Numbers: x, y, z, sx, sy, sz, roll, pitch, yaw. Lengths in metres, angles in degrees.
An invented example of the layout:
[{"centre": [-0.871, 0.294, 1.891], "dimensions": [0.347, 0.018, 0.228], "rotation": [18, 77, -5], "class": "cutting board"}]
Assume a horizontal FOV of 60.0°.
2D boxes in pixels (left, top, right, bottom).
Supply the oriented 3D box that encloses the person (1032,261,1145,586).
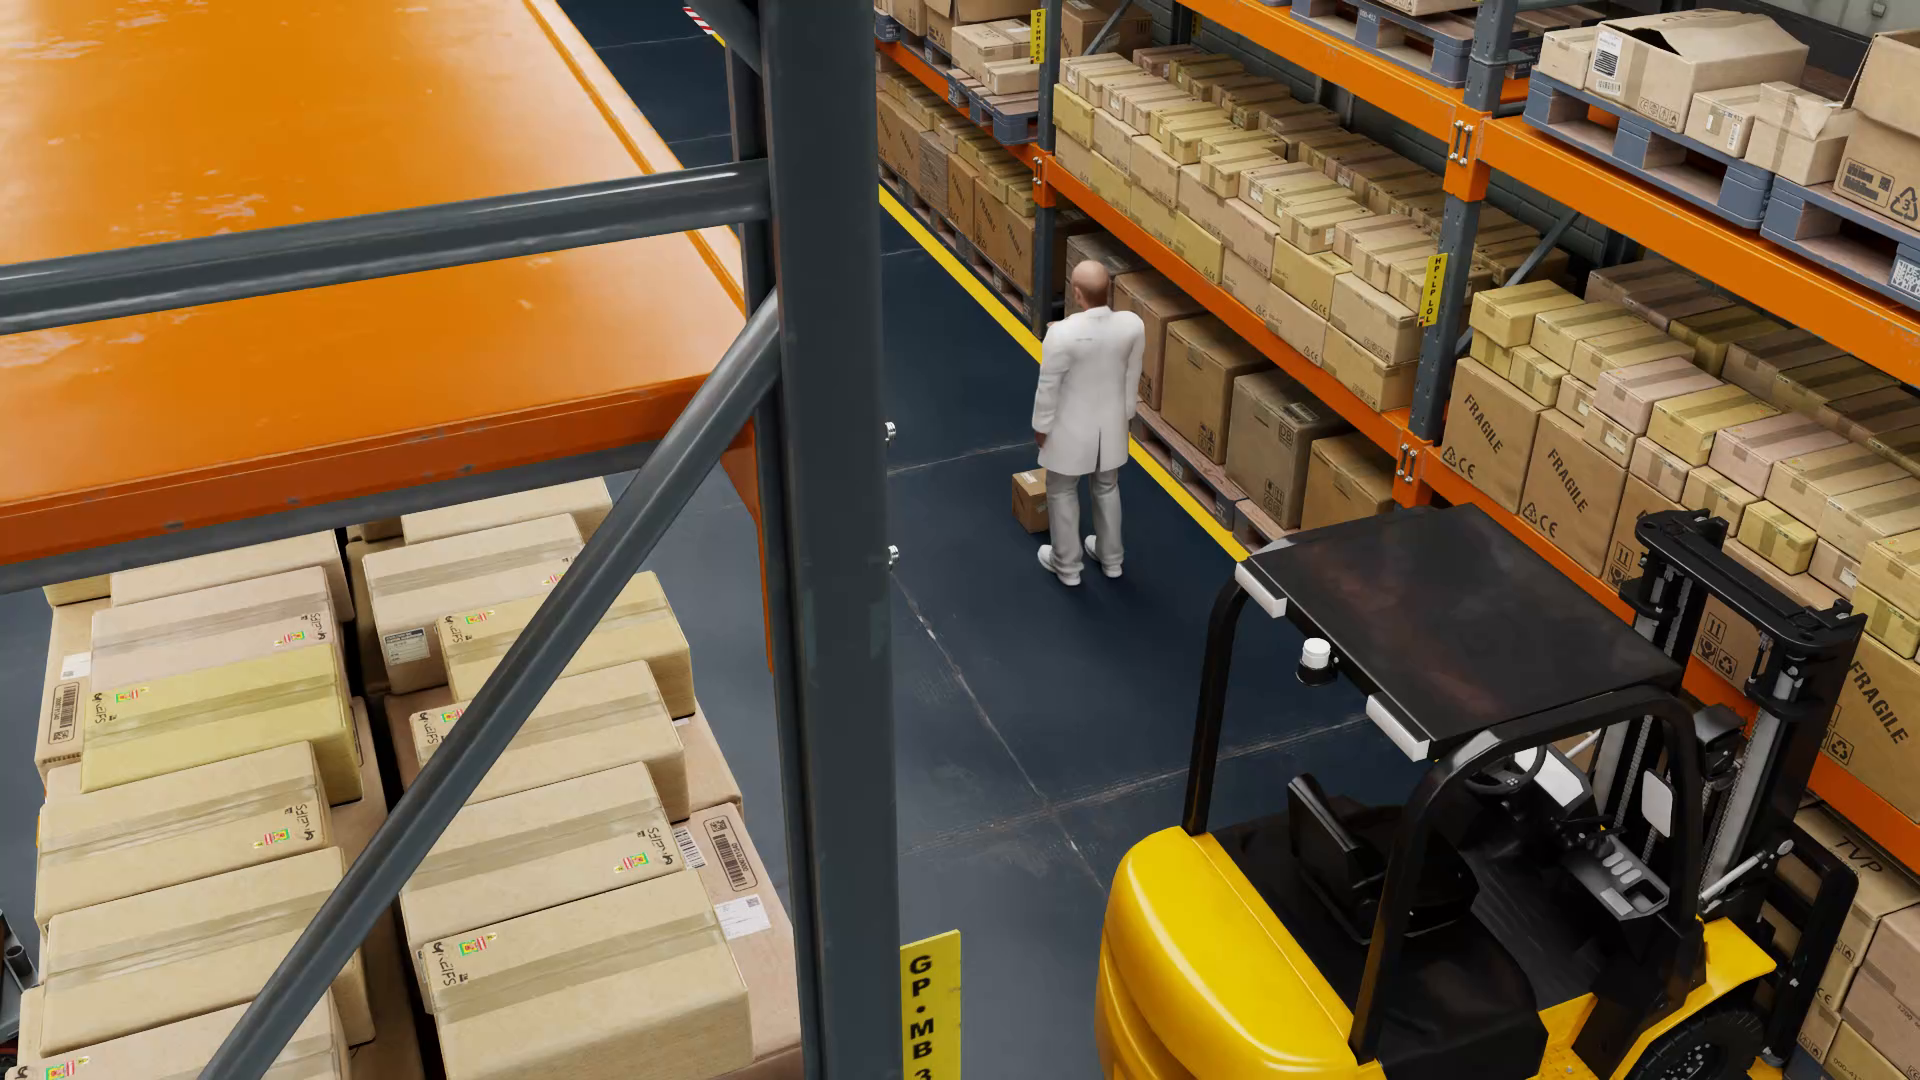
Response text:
[{"centre": [0.628, -0.599, 8.471], "dimensions": [0.562, 1.774, 0.383], "rotation": [-12, 35, -18], "class": "person"}]
